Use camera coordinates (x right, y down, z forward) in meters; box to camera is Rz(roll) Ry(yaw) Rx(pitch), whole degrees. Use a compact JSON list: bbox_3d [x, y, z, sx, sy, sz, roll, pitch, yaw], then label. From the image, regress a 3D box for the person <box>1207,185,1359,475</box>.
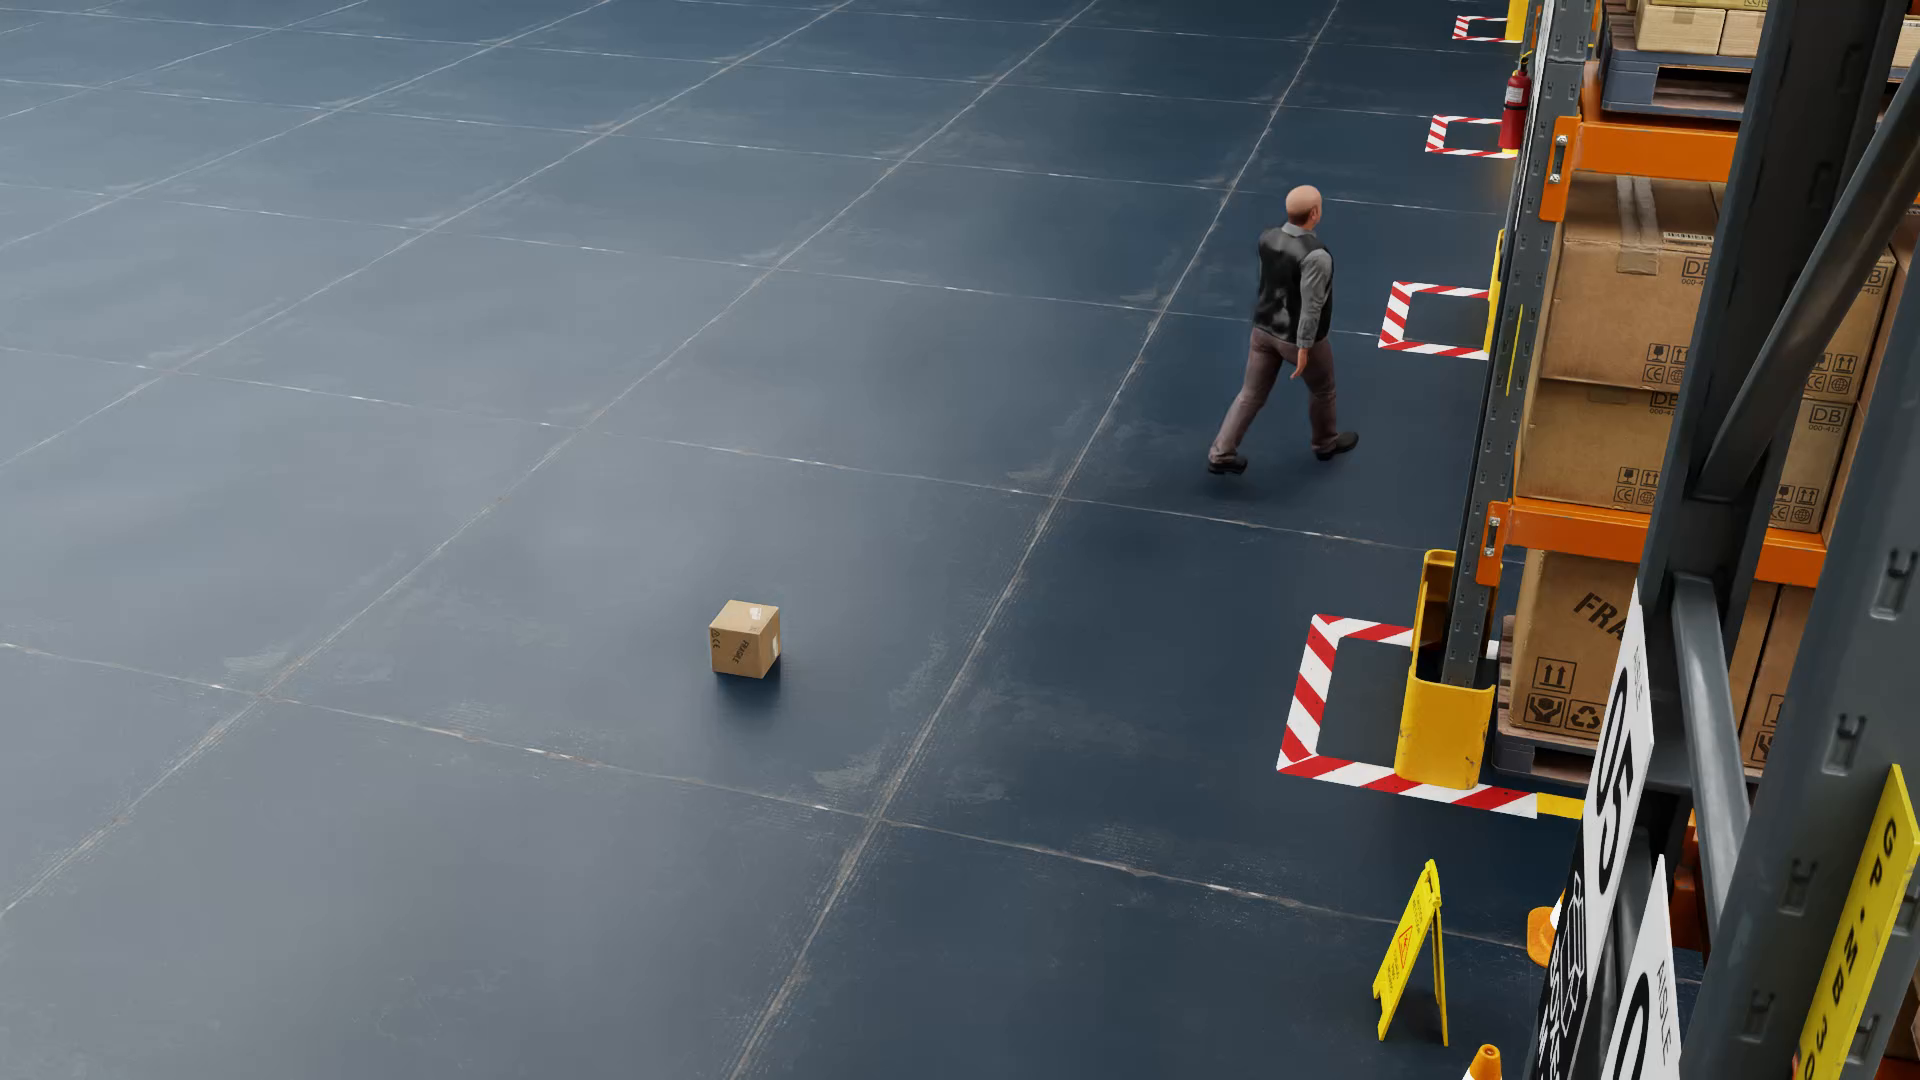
[{"bbox_3d":[1.849,-1.166,9.258,1.038,1.679,0.550,-22,36,-34],"label":"person"}]
